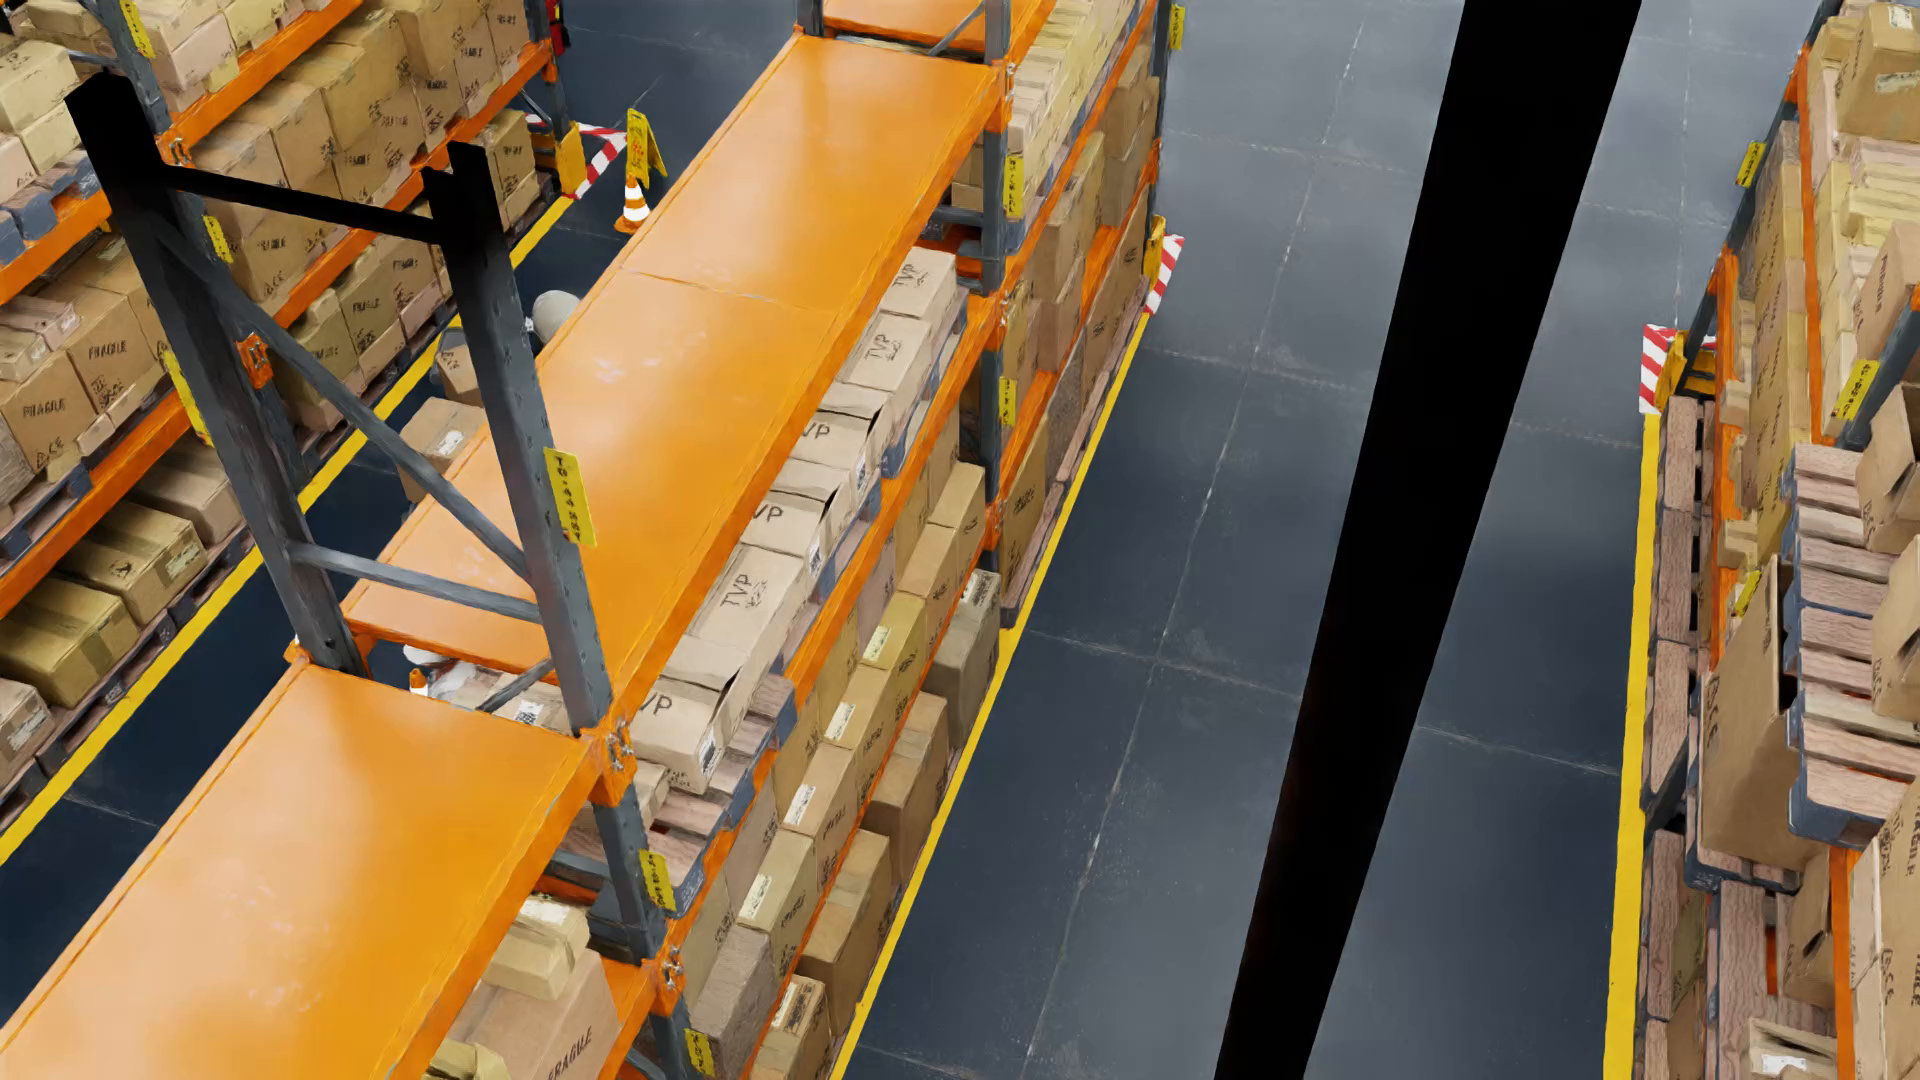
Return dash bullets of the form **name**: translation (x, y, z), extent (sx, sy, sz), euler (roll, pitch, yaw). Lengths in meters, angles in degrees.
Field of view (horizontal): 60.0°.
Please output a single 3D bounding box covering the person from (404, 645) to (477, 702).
- **person**: translation (-2.627, 1.066, 8.812), extent (0.471, 1.789, 0.622), euler (-4, 46, -4)
